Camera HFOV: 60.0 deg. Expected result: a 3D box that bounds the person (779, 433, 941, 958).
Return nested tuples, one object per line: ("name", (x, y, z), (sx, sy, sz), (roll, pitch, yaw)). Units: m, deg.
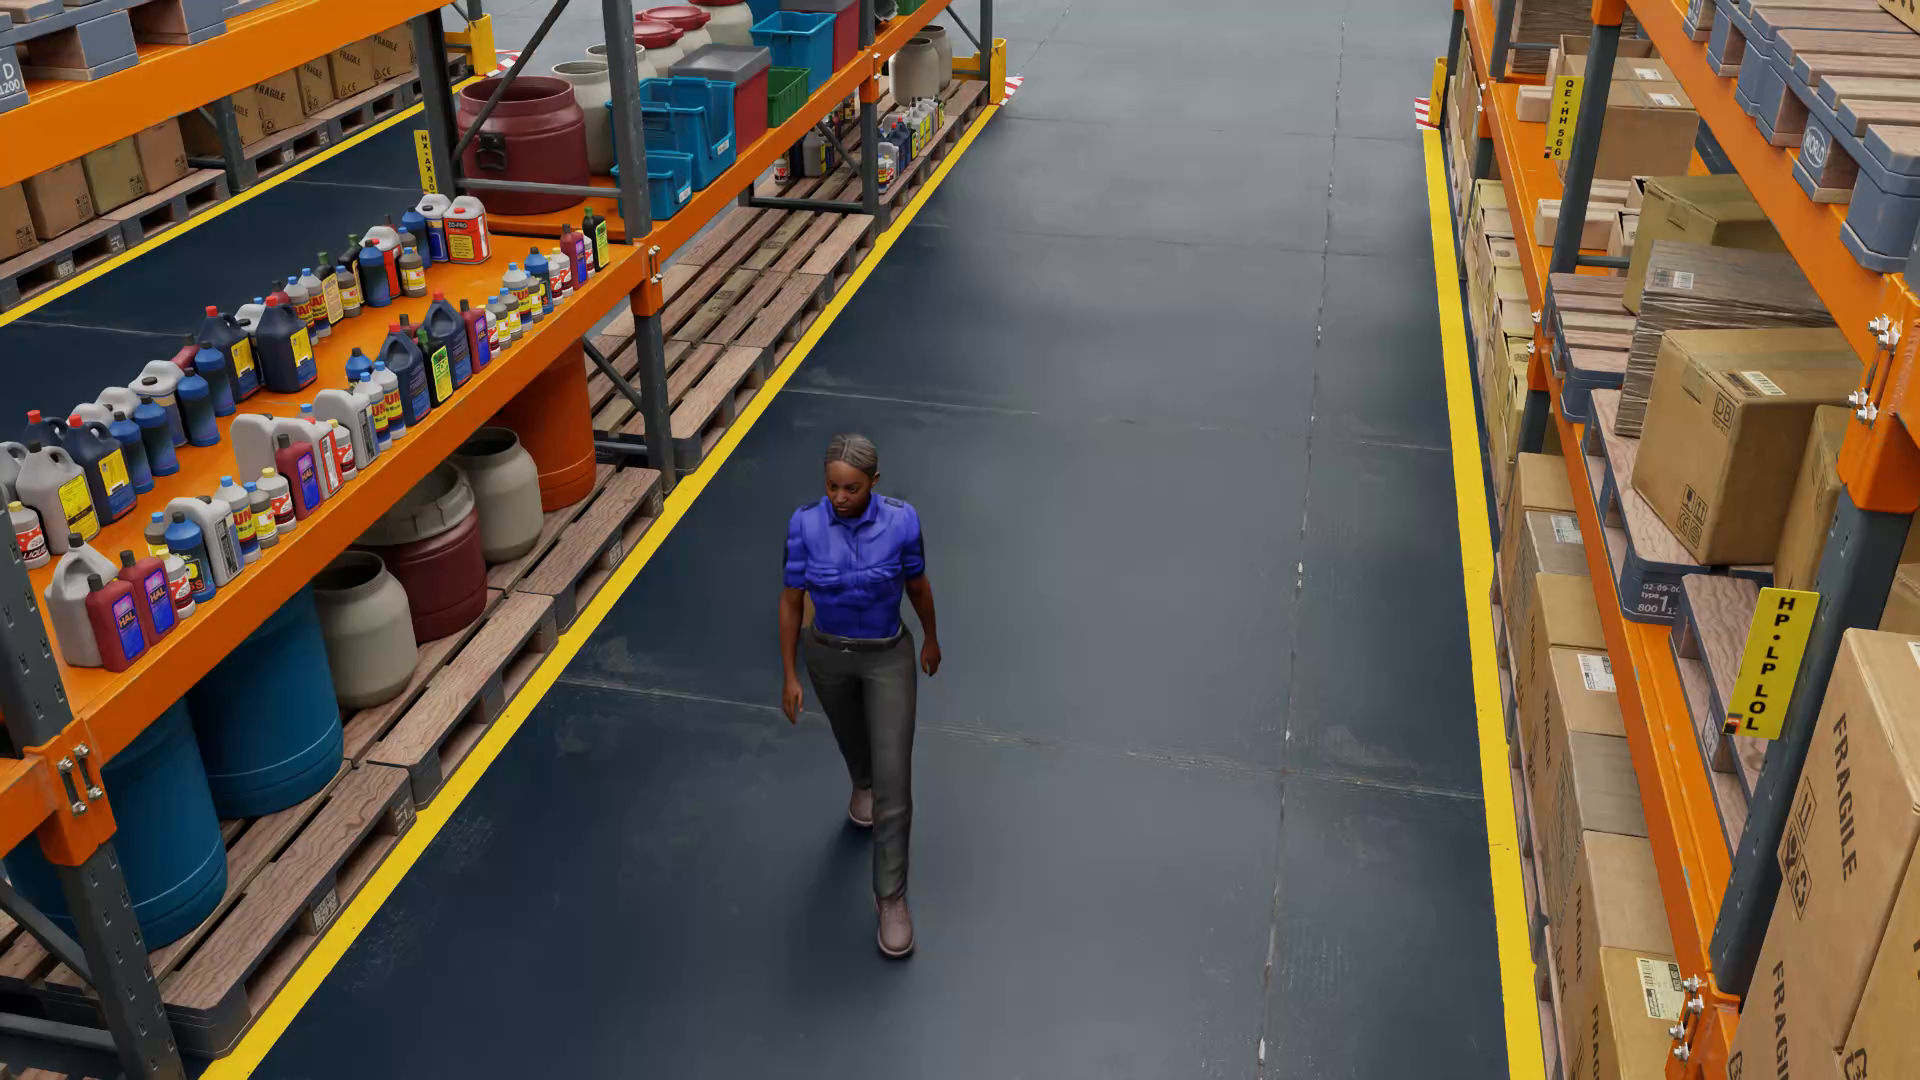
("person", (-0.333, 0.414, 5.357), (0.497, 1.608, 0.937), (2, 29, 4))
